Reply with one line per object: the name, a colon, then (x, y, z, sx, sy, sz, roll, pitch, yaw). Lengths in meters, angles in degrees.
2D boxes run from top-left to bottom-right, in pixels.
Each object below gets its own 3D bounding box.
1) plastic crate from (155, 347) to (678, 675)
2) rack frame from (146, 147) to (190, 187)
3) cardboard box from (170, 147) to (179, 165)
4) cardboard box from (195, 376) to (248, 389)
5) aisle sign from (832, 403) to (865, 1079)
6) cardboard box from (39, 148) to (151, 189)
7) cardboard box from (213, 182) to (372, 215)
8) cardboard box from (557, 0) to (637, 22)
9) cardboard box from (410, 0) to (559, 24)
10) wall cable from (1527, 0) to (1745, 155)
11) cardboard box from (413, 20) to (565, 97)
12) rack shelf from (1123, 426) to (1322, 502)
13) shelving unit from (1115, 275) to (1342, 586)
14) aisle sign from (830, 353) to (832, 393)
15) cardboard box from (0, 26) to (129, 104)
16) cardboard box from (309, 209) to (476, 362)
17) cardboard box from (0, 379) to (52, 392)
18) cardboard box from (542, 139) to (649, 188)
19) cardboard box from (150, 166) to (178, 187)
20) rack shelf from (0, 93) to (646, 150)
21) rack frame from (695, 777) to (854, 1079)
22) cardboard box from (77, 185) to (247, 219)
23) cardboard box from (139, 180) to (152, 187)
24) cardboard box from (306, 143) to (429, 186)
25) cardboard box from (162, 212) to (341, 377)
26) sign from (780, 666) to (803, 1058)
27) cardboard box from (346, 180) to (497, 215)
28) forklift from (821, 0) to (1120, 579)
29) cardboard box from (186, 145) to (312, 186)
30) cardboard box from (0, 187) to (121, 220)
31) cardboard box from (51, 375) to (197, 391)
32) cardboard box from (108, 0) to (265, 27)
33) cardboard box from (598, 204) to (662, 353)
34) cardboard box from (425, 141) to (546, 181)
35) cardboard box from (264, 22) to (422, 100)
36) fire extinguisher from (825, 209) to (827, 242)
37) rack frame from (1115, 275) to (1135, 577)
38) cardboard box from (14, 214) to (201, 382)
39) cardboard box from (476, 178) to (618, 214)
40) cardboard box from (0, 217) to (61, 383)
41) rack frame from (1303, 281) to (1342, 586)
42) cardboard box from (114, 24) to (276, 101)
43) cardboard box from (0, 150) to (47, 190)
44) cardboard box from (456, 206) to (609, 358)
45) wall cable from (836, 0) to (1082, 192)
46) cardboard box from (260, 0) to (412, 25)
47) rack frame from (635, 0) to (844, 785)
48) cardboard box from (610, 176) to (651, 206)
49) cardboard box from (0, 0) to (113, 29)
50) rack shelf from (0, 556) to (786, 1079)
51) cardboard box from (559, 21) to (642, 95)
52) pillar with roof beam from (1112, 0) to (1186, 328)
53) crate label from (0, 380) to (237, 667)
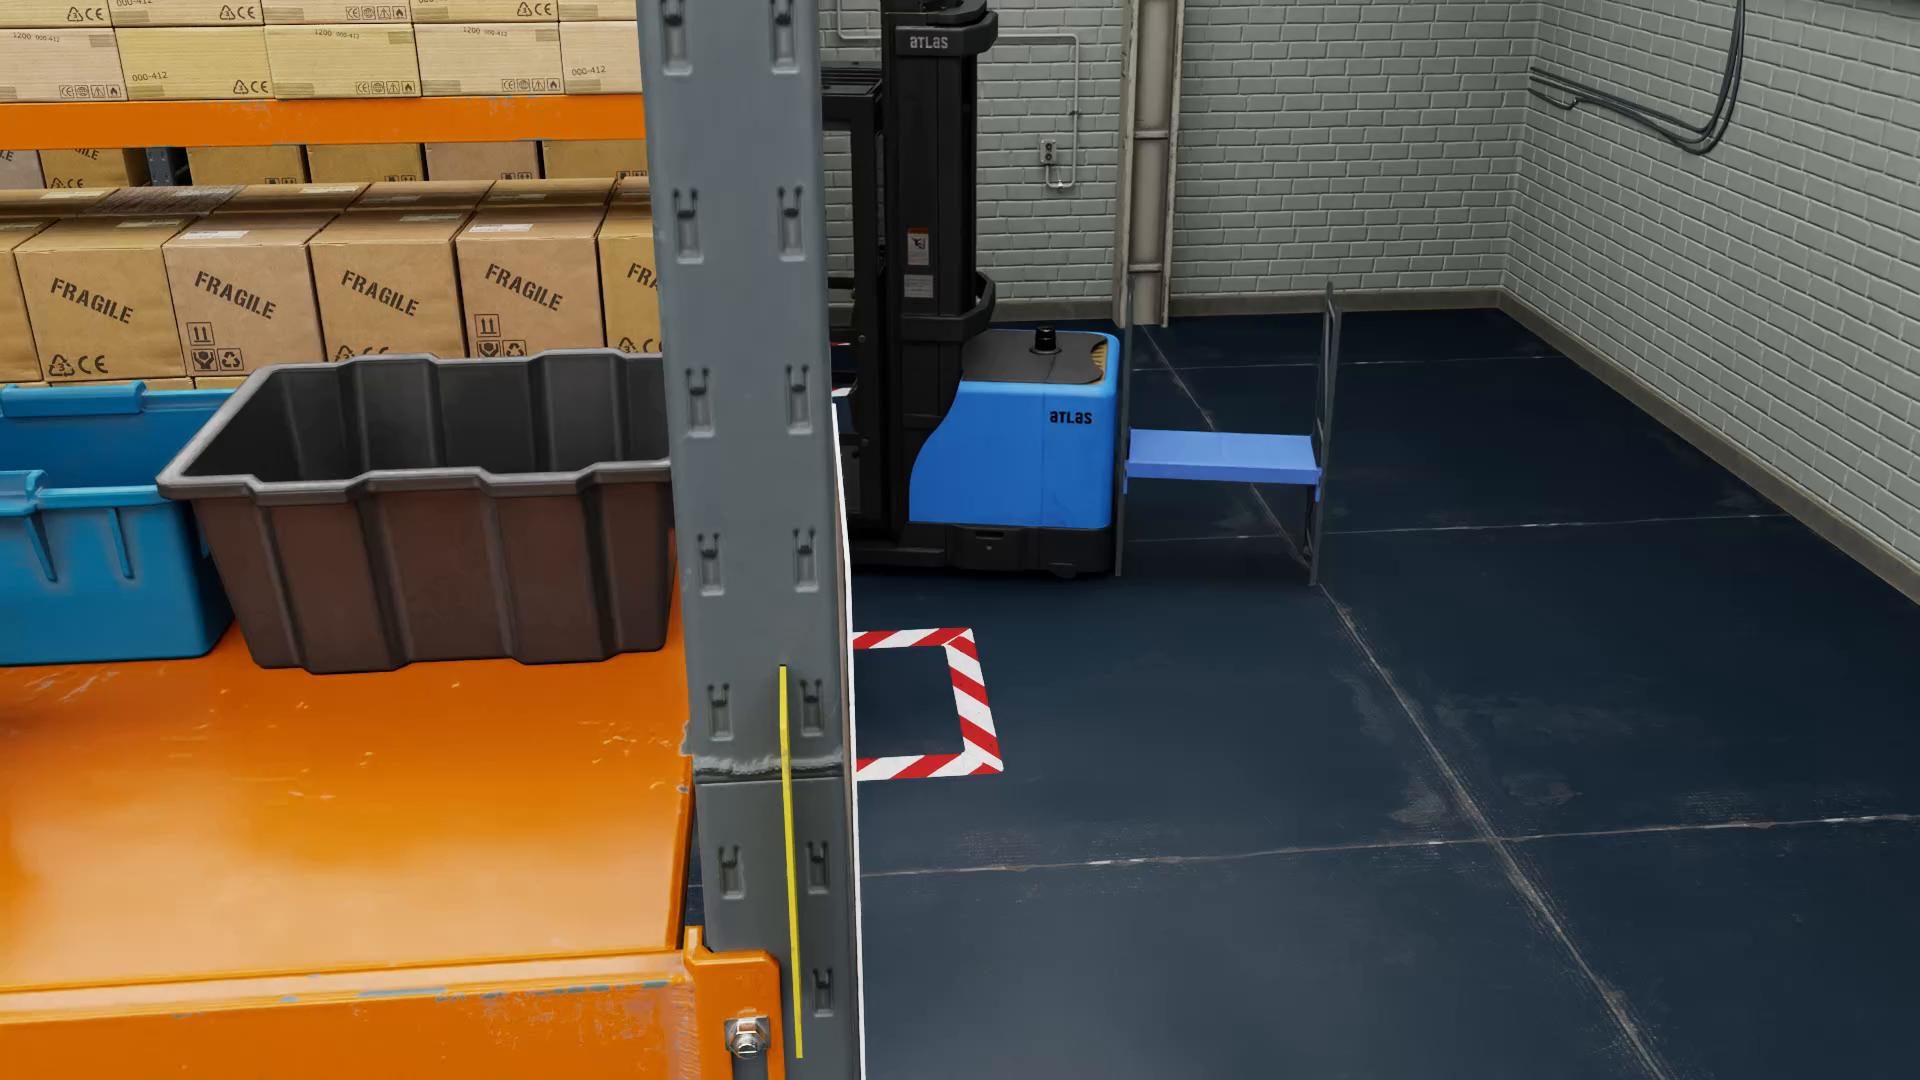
plastic crate: (-0.621, -0.036, 2.106, 0.590, 0.269, 0.497, -2, 24, -5)
rack frame: (-5.165, -2.473, 11.120, 0.127, 3.000, 1.000, -2, 24, -5)
cardboard box: (-5.647, -2.747, 11.223, 0.500, 0.500, 0.500, -3, 24, -7)
cardboard box: (-2.627, -0.488, 6.532, 0.500, 0.500, 0.500, -3, 24, -6)
aisle sign: (-0.110, 0.300, 1.682, 0.004, 0.787, 0.394, -2, 24, -5)
cardboard box: (-5.599, -2.543, 10.765, 0.500, 0.500, 0.500, -3, 24, -6)
cardboard box: (-2.684, -1.159, 6.811, 0.500, 0.500, 0.500, -3, 24, -6)
cardboard box: (-1.180, -2.037, 6.017, 0.500, 0.250, 0.500, -2, 24, -5)
cardboard box: (-1.677, -2.017, 5.971, 0.500, 0.250, 0.500, -2, 24, -5)
wall cable: (4.480, -4.036, 11.074, 0.112, 2.526, 3.097, -2, 24, -5)
cardboard box: (-1.678, -1.790, 6.075, 0.500, 0.250, 0.500, -2, 24, -5)
rack shelf: (1.370, -0.404, 8.756, 1.000, 0.185, 0.538, 3, 24, 6)
shelving unit: (1.371, -0.569, 8.683, 1.048, 1.500, 0.538, 3, 24, 6)
aisle sign: (-0.168, 0.061, 2.219, 0.004, 0.787, 0.394, -2, 24, -5)
cardboard box: (-3.170, -1.730, 5.940, 0.500, 0.250, 0.500, -2, 24, -5)
cardboard box: (-2.128, -0.961, 6.364, 0.500, 0.500, 0.500, -2, 24, -4)
cardboard box: (-3.631, -0.448, 6.442, 0.500, 0.500, 0.500, -2, 24, -4)
cardboard box: (-2.414, -2.711, 11.288, 0.700, 0.700, 0.980, -2, 24, -6)
cardboard box: (-5.518, -2.434, 11.317, 0.250, 0.149, 0.380, -3, 24, -7)
rack shelf: (-2.684, -1.592, 6.332, 4.000, 0.370, 1.077, -2, 24, -5)
rack frame: (-0.210, 1.372, 2.470, 0.127, 3.000, 1.000, -2, 24, -5)
cardboard box: (-3.185, -1.140, 6.767, 0.500, 0.500, 0.500, -2, 24, -5)
cardboard box: (-5.473, -2.239, 10.879, 0.250, 0.149, 0.380, -2, 24, -5)
cardboard box: (-3.896, -2.652, 11.154, 0.700, 0.700, 0.980, -3, 24, -6)
cardboard box: (-2.639, -0.940, 6.318, 0.500, 0.500, 0.500, -2, 24, -4)
sign: (-0.140, 0.271, 1.383, 0.005, 0.325, 0.100, -2, 24, -5)
cardboard box: (-2.179, -1.180, 6.857, 0.500, 0.500, 0.500, -2, 24, -4)
forklift: (-0.659, -1.381, 8.748, 3.031, 2.935, 1.130, 3, 24, 6)
cardboard box: (-4.623, -2.625, 11.093, 0.700, 0.700, 0.980, -2, 24, -4)
cardboard box: (-3.687, -1.120, 6.722, 0.500, 0.500, 0.500, -3, 24, -6)
cardboard box: (-3.133, -0.467, 6.485, 0.500, 0.500, 0.500, -2, 24, -5)
cardboard box: (-2.672, -1.976, 5.879, 0.500, 0.250, 0.500, -2, 24, -5)
cardboard box: (-1.109, -1.004, 6.461, 0.500, 0.500, 0.500, -3, 24, -6)
cardboard box: (-3.173, -2.685, 11.228, 0.700, 0.700, 0.980, -3, 24, -8)
cardboard box: (-2.174, -1.765, 6.018, 0.500, 0.250, 0.500, -2, 24, -5)
fire extinguisher: (-0.989, -2.246, 11.165, 0.183, 0.674, 0.296, -2, 24, -5)
rack frame: (0.865, -0.592, 8.735, 0.032, 1.500, 0.500, 3, 24, 6)
cardboard box: (-3.153, -0.919, 6.271, 0.500, 0.500, 0.500, -3, 24, -7)
cardboard box: (-1.681, -1.198, 6.898, 0.500, 0.500, 0.500, -2, 24, -5)
cardboard box: (-3.664, -0.899, 6.225, 0.500, 0.500, 0.500, -3, 24, -7)
rack frame: (1.876, -0.546, 8.631, 0.032, 1.500, 0.500, 3, 24, 6)
cardboard box: (-2.673, -1.751, 5.988, 0.500, 0.250, 0.500, -2, 24, -5)
cardboard box: (-6.106, -2.519, 10.710, 0.500, 0.500, 0.500, -2, 24, -5)
cardboard box: (-1.612, -0.983, 6.415, 0.500, 0.500, 0.500, -2, 24, -4)
wall cable: (-0.003, -3.530, 12.248, 1.851, 1.984, 0.084, -2, 24, -5)
cardboard box: (-2.175, -1.999, 5.930, 0.500, 0.250, 0.500, -2, 24, -5)
rack frame: (-0.210, -1.369, 1.252, 0.127, 3.000, 1.000, -2, 24, -5)
cardboard box: (-1.161, -1.222, 6.951, 0.500, 0.500, 0.500, -2, 24, -4)
cardboard box: (-3.170, -1.956, 5.834, 0.500, 0.250, 0.500, -2, 24, -5)
rack shelf: (-2.201, 0.410, 1.827, 4.000, 0.370, 1.077, -2, 24, -5)
cardboard box: (-1.179, -1.805, 6.110, 0.500, 0.250, 0.500, -2, 24, -5)
pillar with roof beam: (1.841, -4.091, 7.375, 0.400, 9.000, 9.100, -2, 24, -5)
crate label: (-1.160, -0.024, 2.102, 0.502, 0.251, 0.408, -2, 24, -5)
